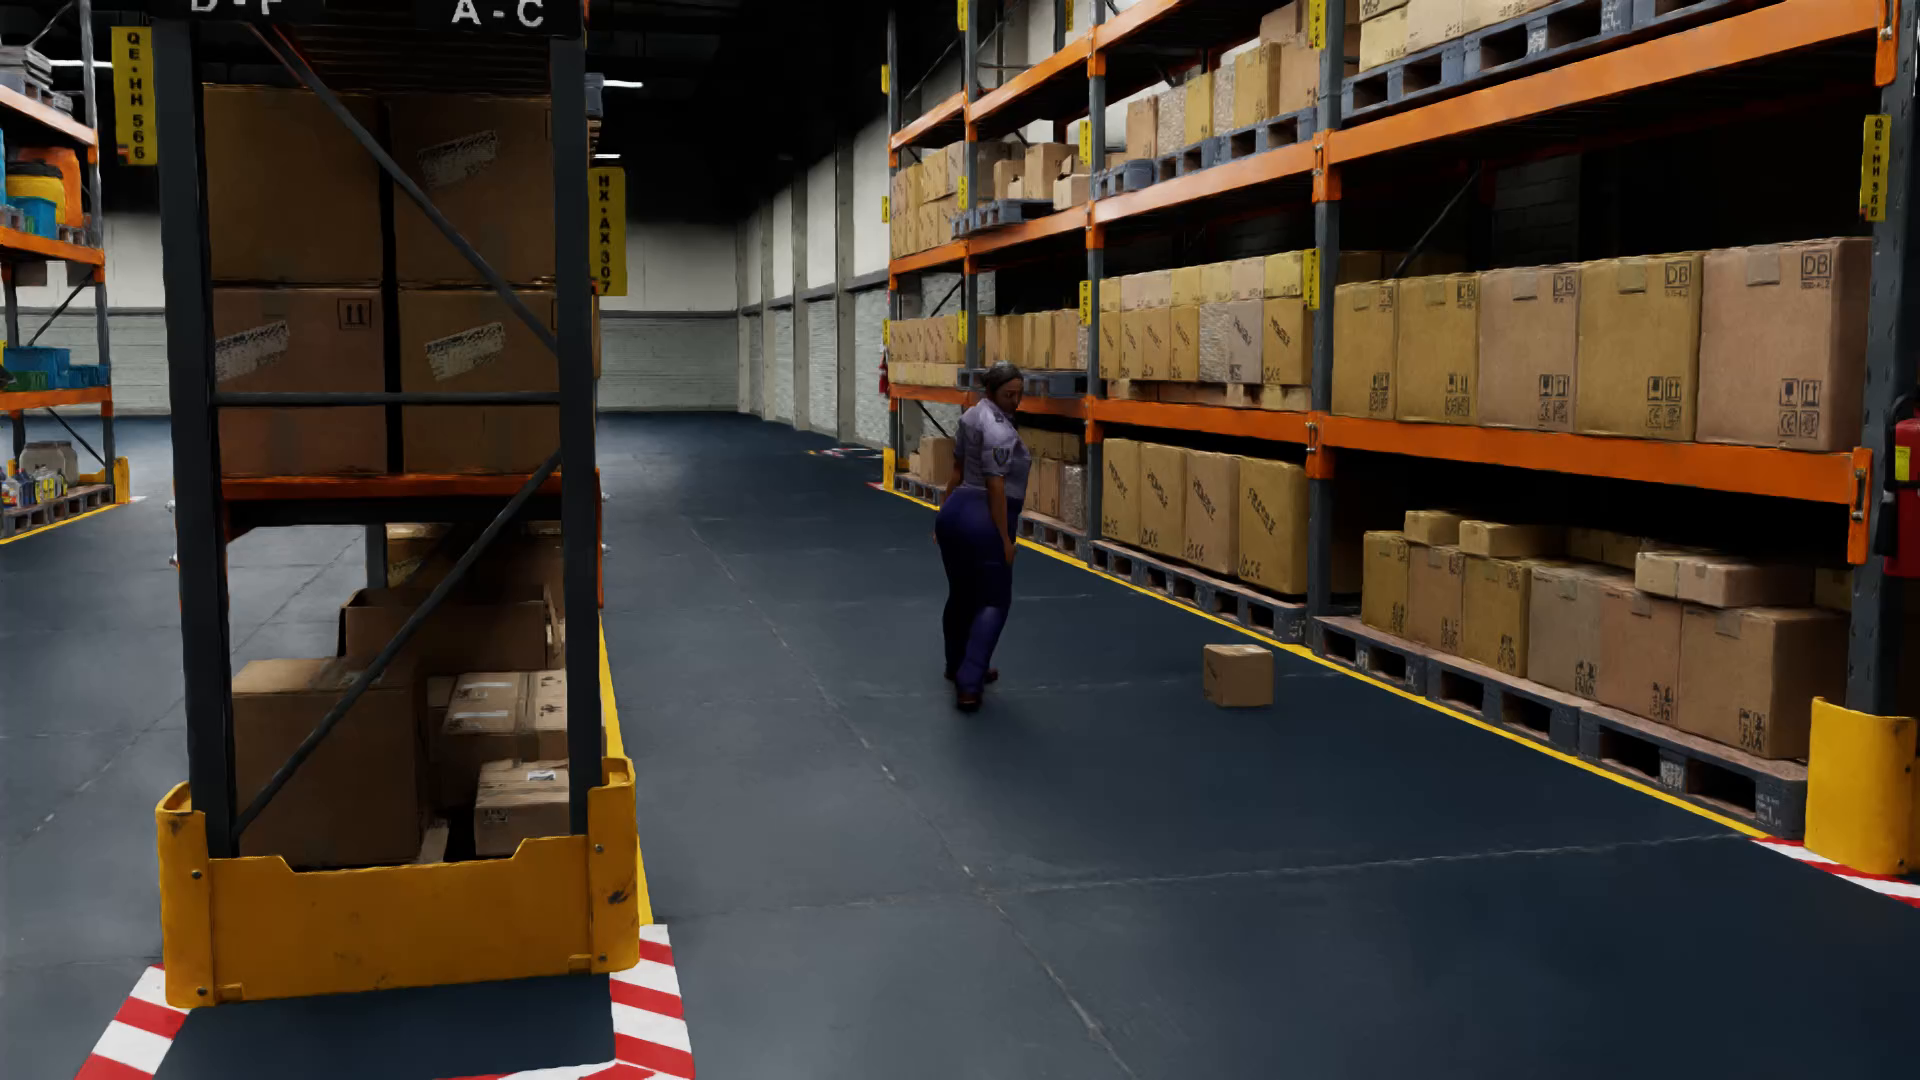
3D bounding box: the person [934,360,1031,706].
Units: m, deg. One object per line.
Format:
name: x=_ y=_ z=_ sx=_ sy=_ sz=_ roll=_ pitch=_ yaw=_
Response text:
person: x=0.095 y=-0.040 z=7.911 sx=0.586 sy=1.605 sz=0.655 roll=-4 pitch=8 yaw=-35
